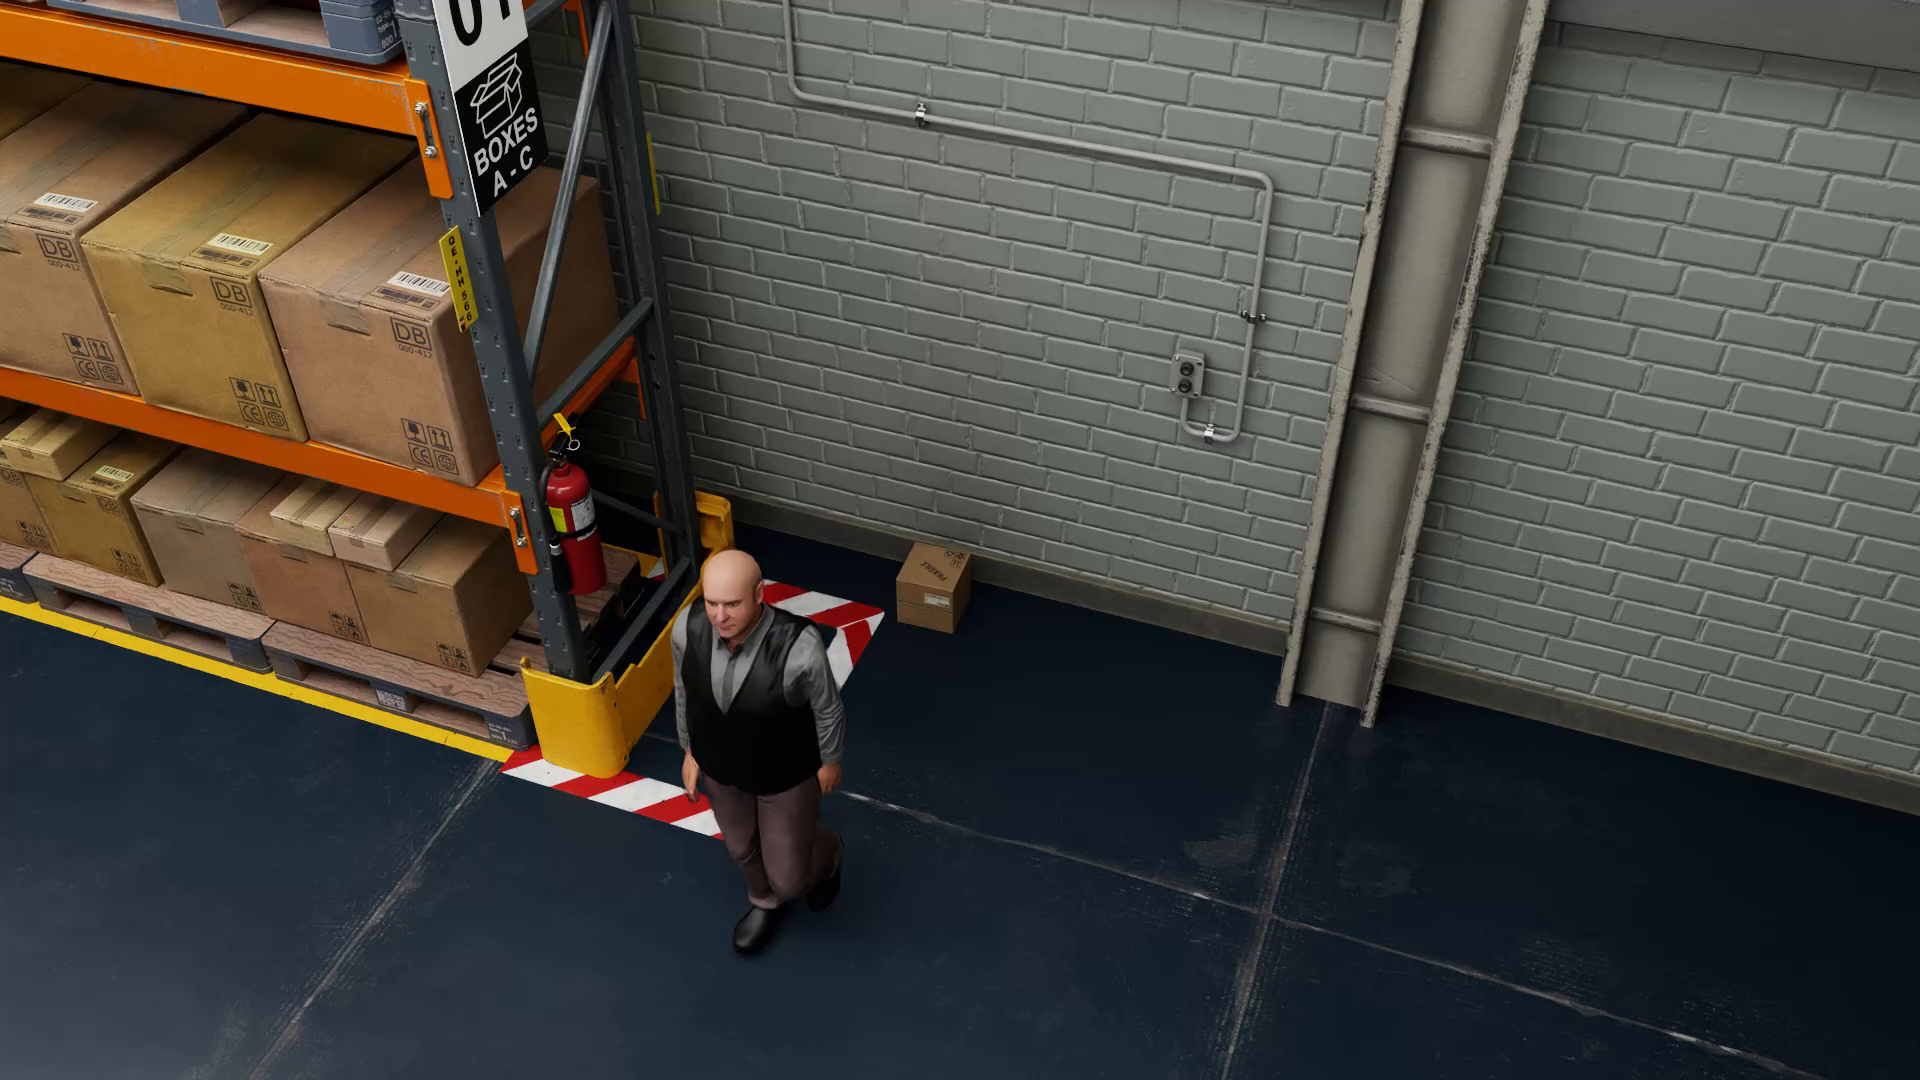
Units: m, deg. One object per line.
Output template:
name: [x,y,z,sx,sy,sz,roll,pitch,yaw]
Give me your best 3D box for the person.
person: [-0.630,0.688,5.353,0.546,1.712,0.485,14,43,16]
